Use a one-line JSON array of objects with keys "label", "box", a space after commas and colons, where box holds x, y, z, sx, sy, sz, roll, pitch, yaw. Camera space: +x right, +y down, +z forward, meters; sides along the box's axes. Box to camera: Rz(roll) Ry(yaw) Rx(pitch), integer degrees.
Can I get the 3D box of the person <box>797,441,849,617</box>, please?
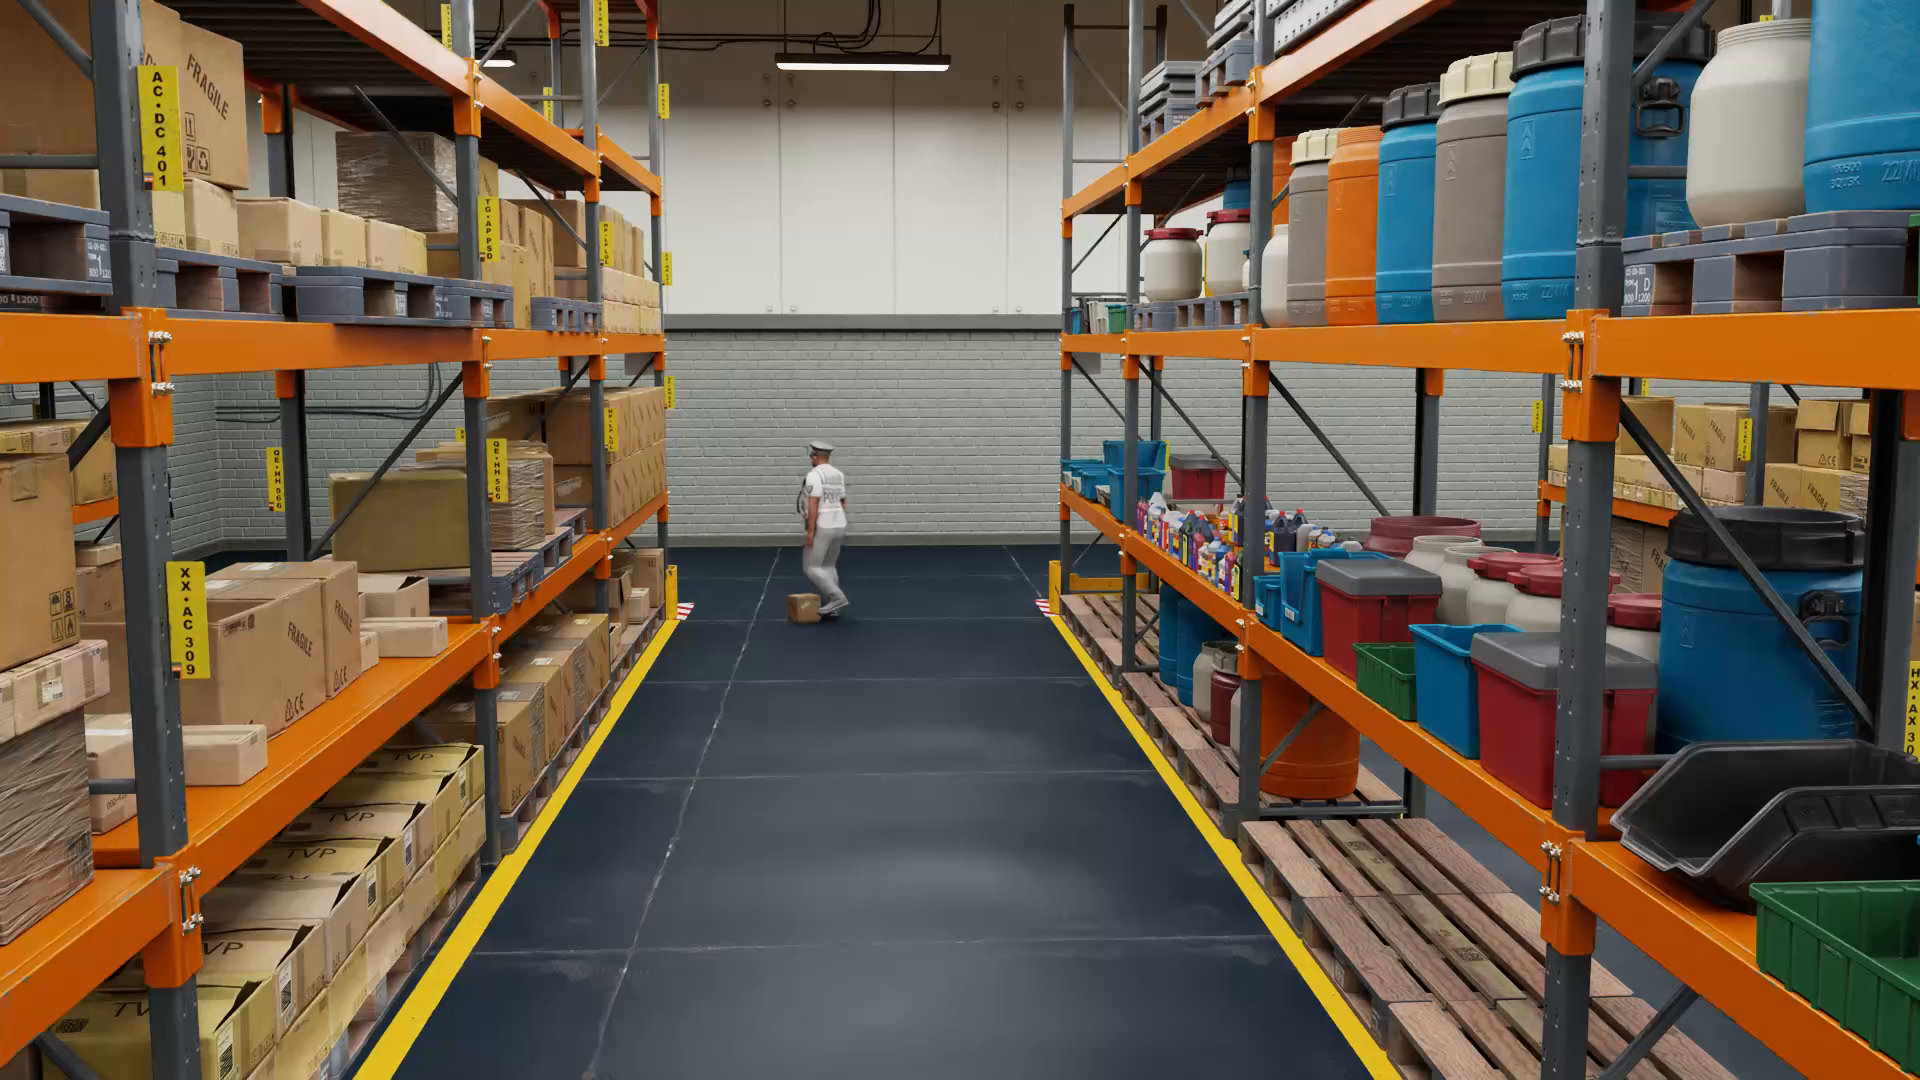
[{"label": "person", "box": [-1.288, -0.097, 16.475, 0.571, 1.750, 0.593, 4, 8, 31]}]
